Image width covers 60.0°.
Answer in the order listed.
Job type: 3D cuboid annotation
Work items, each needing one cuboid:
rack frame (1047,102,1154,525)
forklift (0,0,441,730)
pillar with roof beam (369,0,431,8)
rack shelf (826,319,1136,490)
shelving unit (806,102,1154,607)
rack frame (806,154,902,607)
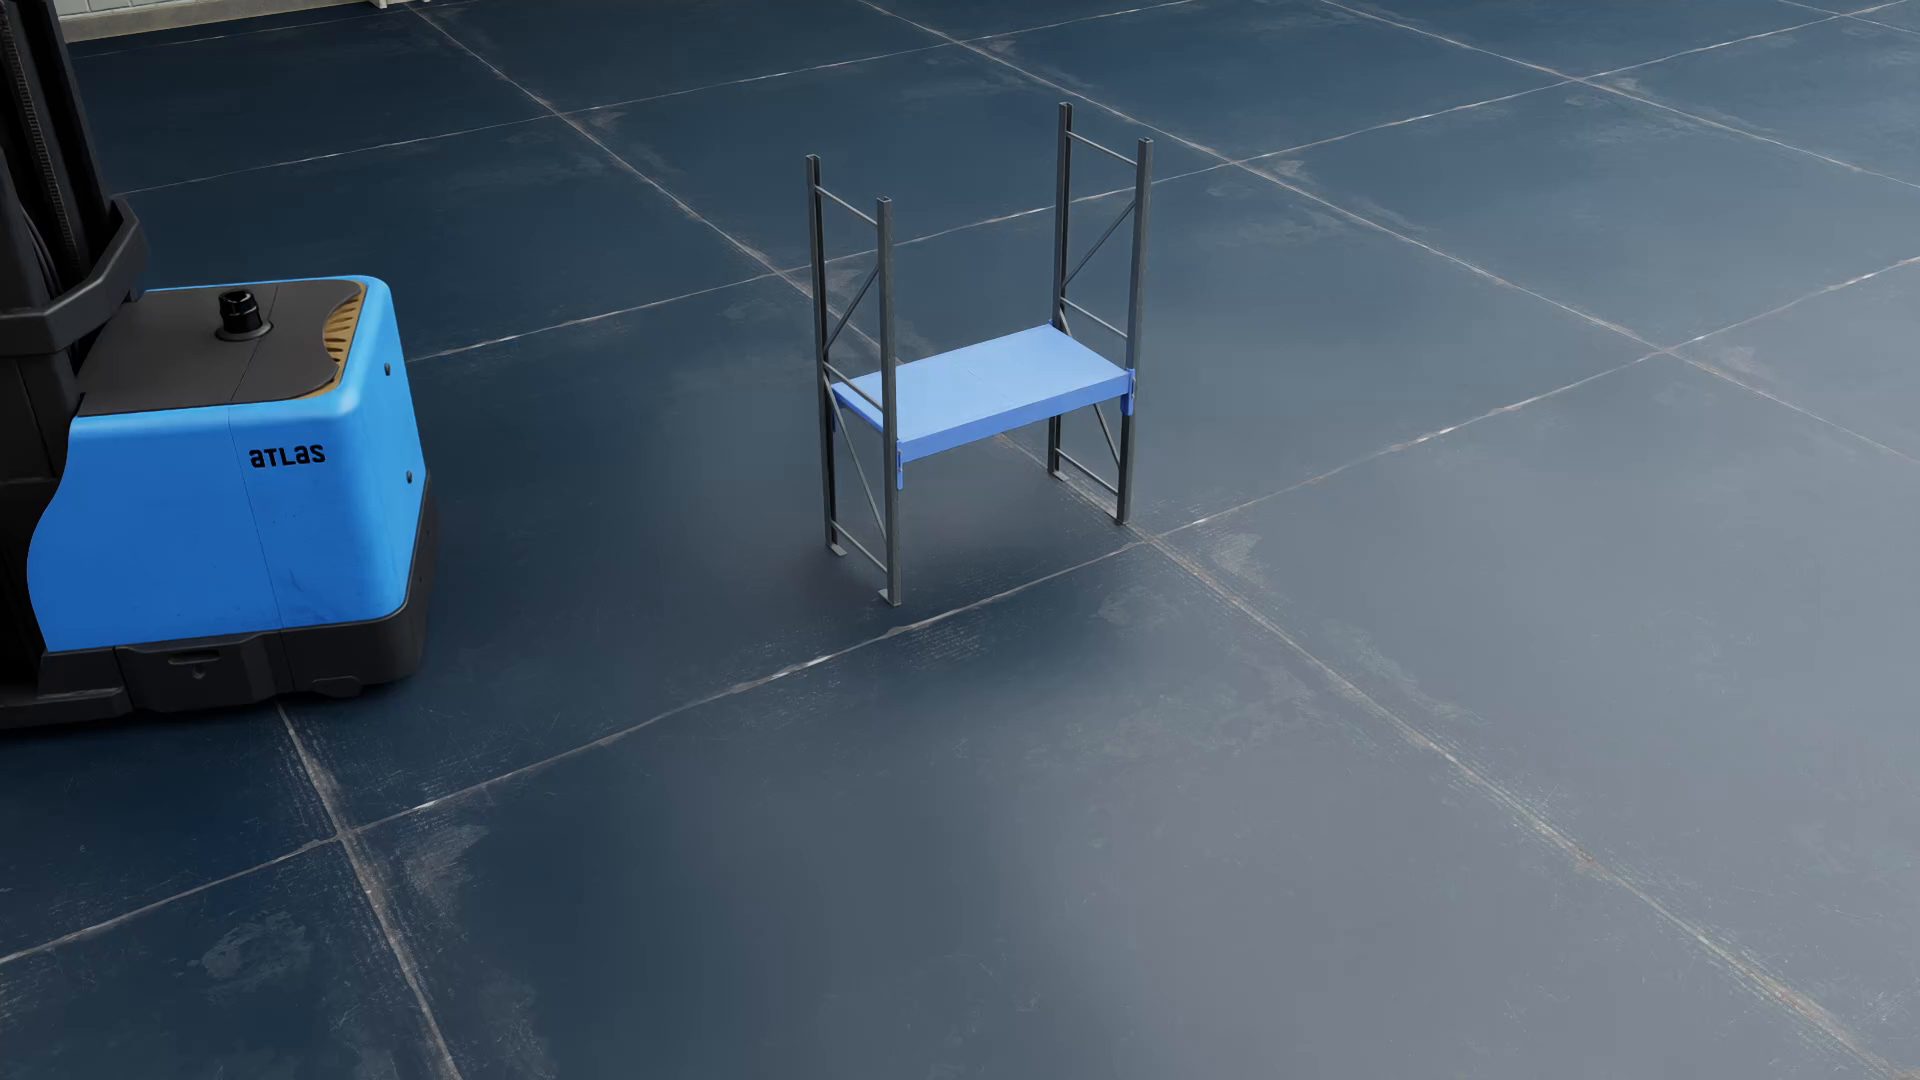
[{"bbox_3d":[0.499,-0.806,6.122,0.032,1.500,0.500,-19,37,-27],"label":"rack frame"},{"bbox_3d":[-3.345,-0.855,4.857,3.031,2.935,1.130,-6,33,-9],"label":"forklift"},{"bbox_3d":[-2.006,-6.052,7.410,0.400,9.000,9.100,-19,37,-27],"label":"pillar with roof beam"},{"bbox_3d":[0.072,-0.507,5.985,1.000,0.185,0.538,-19,37,-27],"label":"rack shelf"},{"bbox_3d":[0.072,-0.659,5.889,1.048,1.500,0.538,-19,37,-27],"label":"shelving unit"},{"bbox_3d":[-0.356,-0.512,5.656,0.032,1.500,0.500,-19,37,-27],"label":"rack frame"}]
